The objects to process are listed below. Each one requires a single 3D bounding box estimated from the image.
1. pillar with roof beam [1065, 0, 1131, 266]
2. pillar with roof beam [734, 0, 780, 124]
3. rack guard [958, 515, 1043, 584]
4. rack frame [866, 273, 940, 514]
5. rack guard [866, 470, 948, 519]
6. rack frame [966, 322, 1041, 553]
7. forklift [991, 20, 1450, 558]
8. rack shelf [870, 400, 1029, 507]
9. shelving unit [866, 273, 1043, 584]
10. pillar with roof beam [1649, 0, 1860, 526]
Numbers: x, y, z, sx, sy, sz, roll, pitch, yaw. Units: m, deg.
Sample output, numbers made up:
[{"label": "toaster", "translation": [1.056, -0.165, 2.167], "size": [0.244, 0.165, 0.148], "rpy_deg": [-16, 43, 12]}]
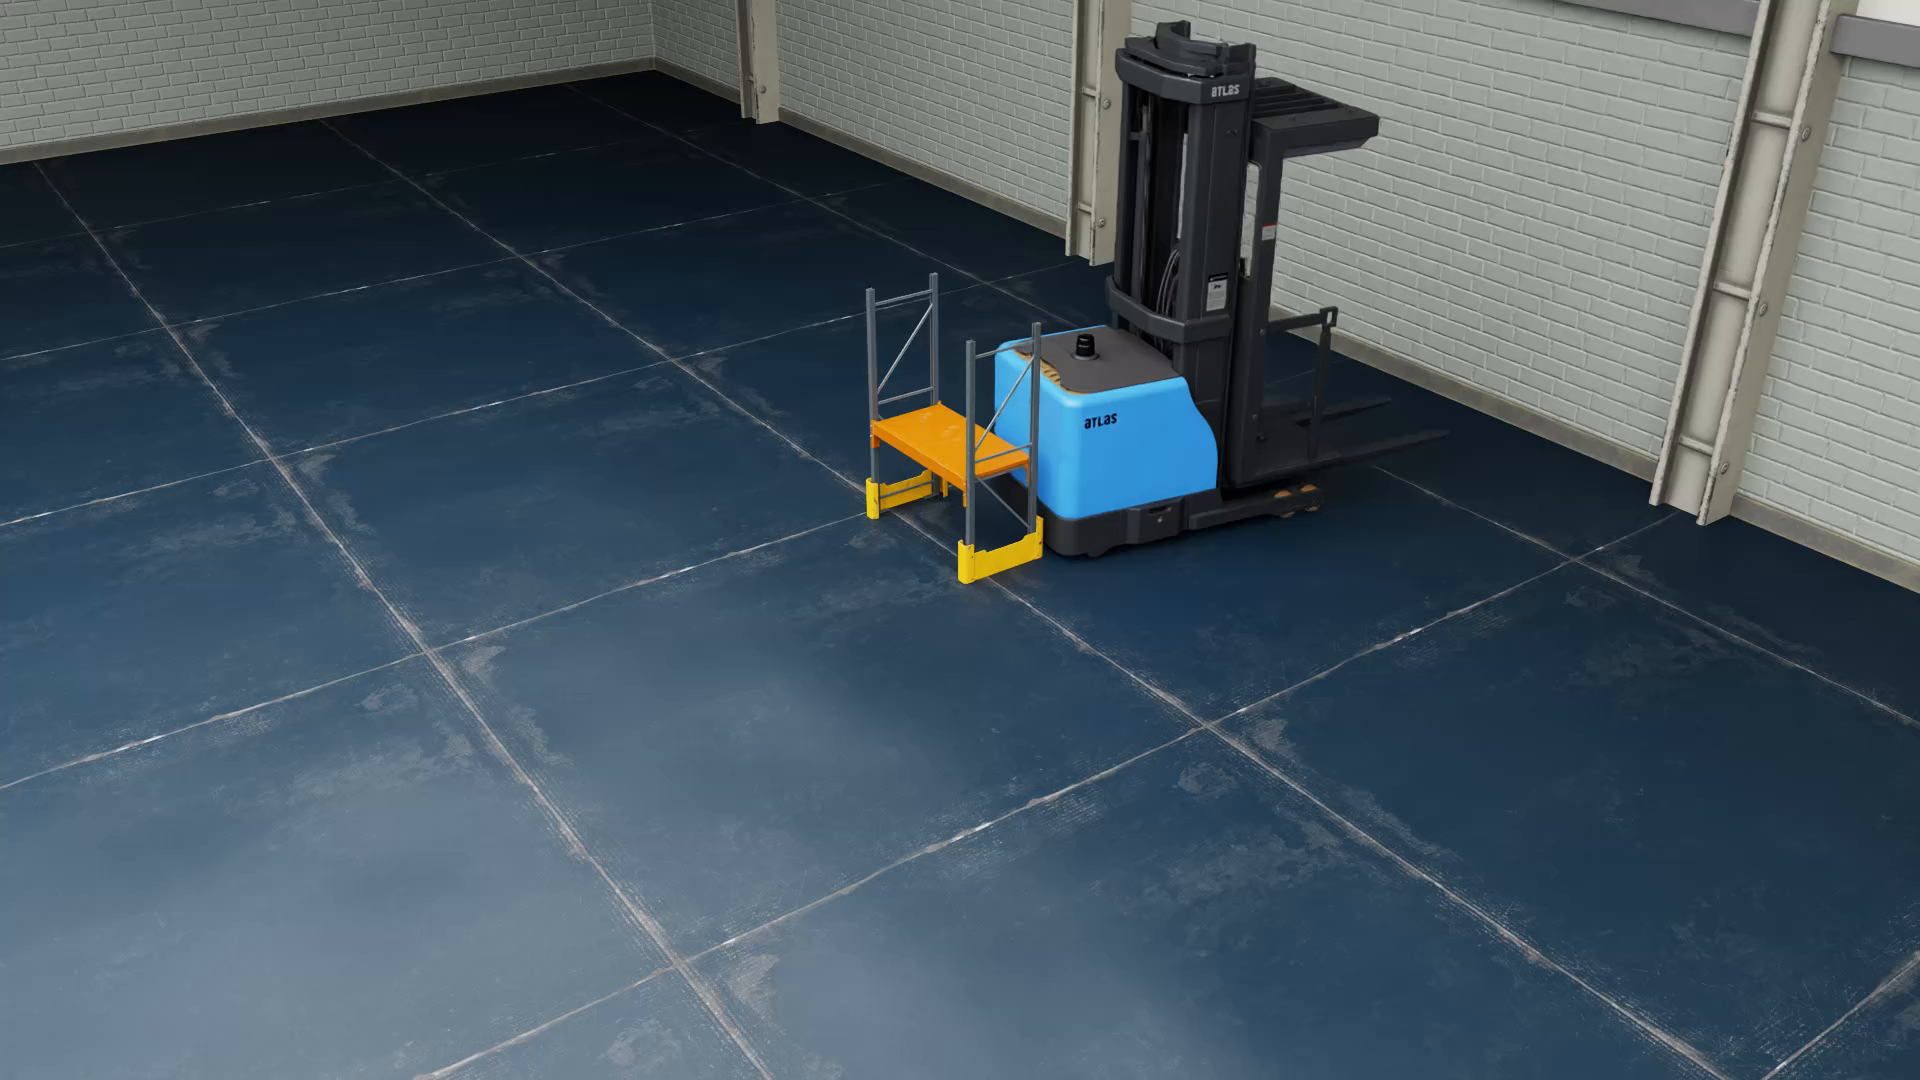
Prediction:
[{"label": "pillar with roof beam", "translation": [-2.321, -5.302, 10.584], "size": [9.100, 9.000, 0.400], "rpy_deg": [-19, 34, -31]}, {"label": "pillar with roof beam", "translation": [-5.802, -7.635, 14.878], "size": [9.100, 9.000, 0.400], "rpy_deg": [-19, 34, -31]}, {"label": "rack guard", "translation": [0.245, 0.054, 9.888], "size": [0.587, 0.250, 0.087], "rpy_deg": [-19, 34, -31]}, {"label": "rack frame", "translation": [-0.344, -0.890, 10.317], "size": [0.500, 1.500, 0.032], "rpy_deg": [-19, 34, -31]}, {"label": "rack guard", "translation": [-0.333, -0.333, 10.601], "size": [0.587, 0.250, 0.087], "rpy_deg": [-19, 34, -31]}, {"label": "rack frame", "translation": [0.245, -0.495, 9.589], "size": [0.500, 1.500, 0.032], "rpy_deg": [-19, 34, -31]}, {"label": "forklift", "translation": [1.762, -1.645, 10.208], "size": [3.031, 2.935, 1.130], "rpy_deg": [-13, 31, -22]}, {"label": "rack shelf", "translation": [-0.049, -0.534, 10.039], "size": [0.538, 0.185, 1.000], "rpy_deg": [-19, 34, -31]}, {"label": "shelving unit", "translation": [-0.044, -0.689, 9.947], "size": [0.587, 1.500, 1.083], "rpy_deg": [-19, 34, -31]}, {"label": "pillar with roof beam", "translation": [1.159, -2.969, 6.289], "size": [9.100, 9.000, 0.400], "rpy_deg": [-19, 34, -31]}]
